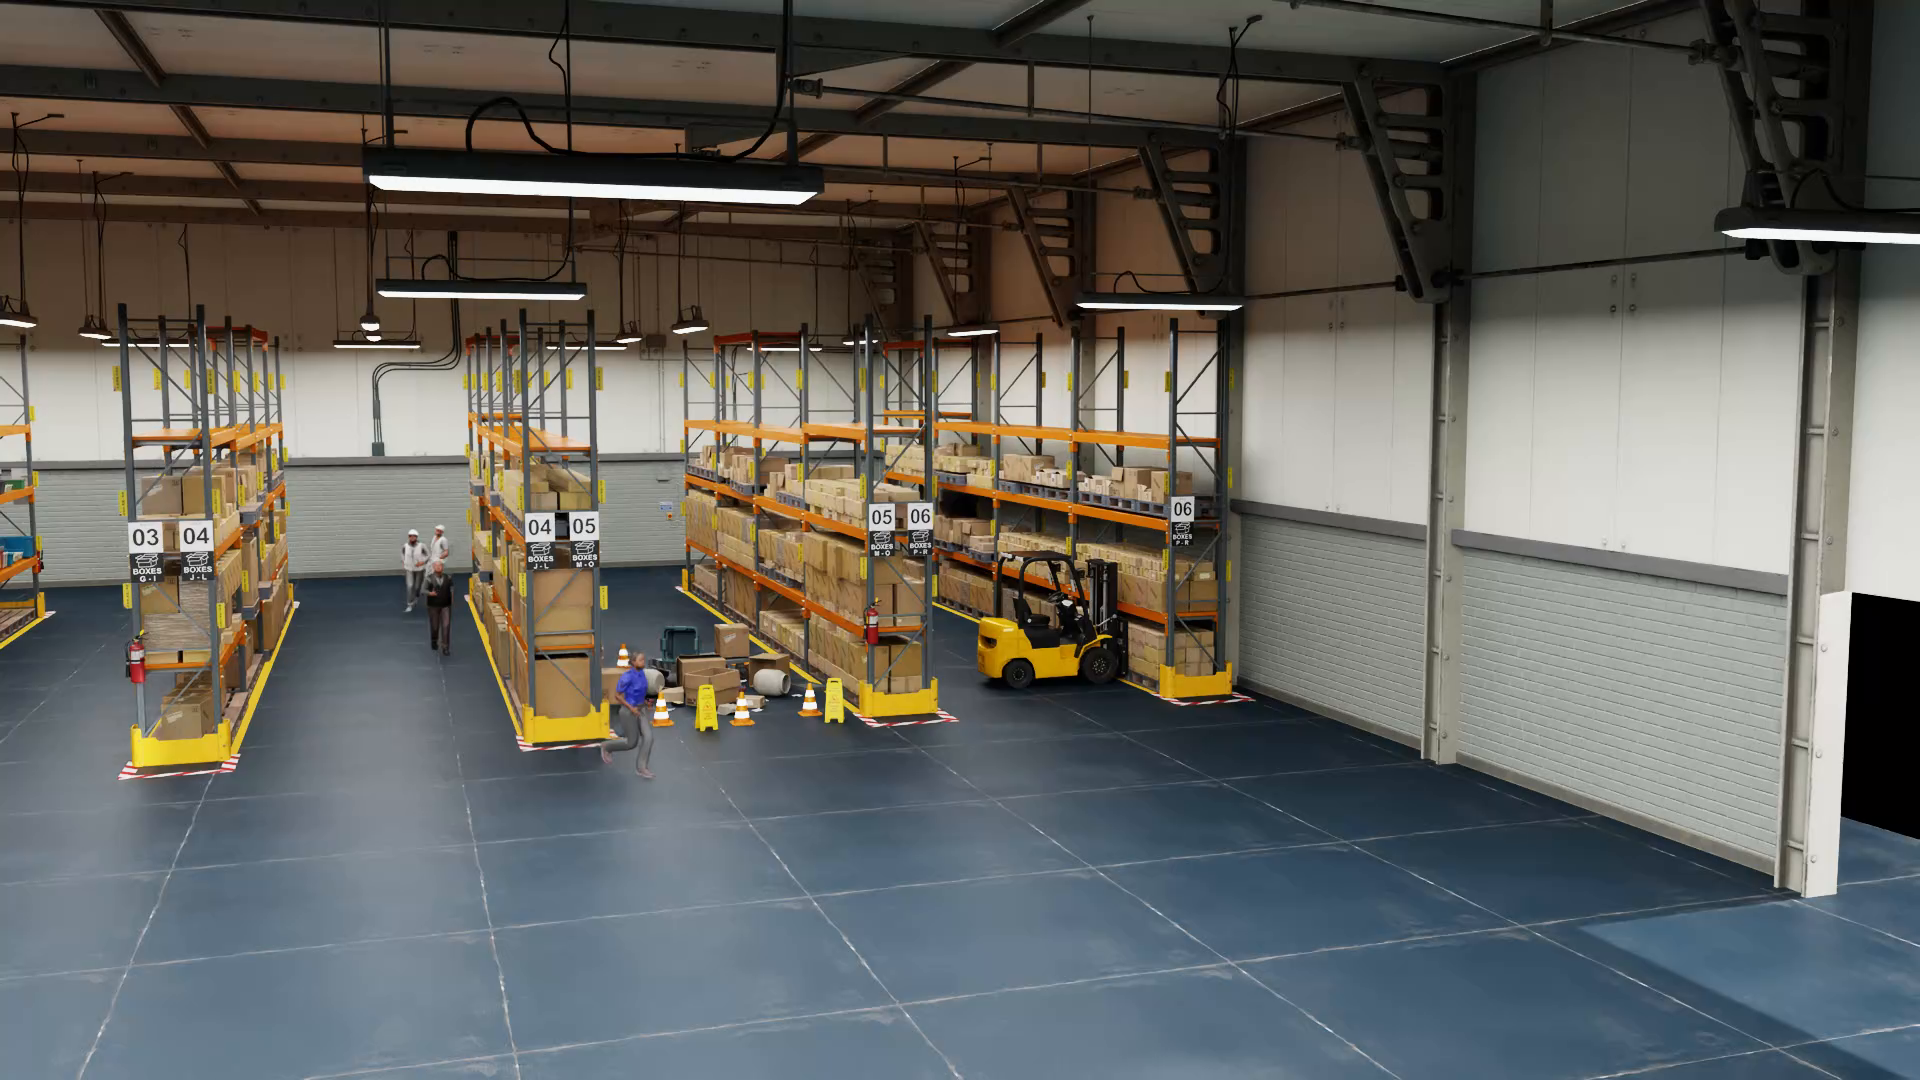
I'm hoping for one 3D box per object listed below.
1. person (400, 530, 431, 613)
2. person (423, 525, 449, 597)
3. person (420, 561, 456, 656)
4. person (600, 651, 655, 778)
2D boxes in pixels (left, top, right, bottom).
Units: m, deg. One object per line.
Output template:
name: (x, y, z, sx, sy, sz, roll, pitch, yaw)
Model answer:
person: (-11.966, 0.654, 36.584, 0.667, 1.790, 0.833, -1, 6, -10)
person: (-12.132, 0.502, 38.473, 0.715, 1.711, 0.535, 4, 7, 35)
person: (-9.513, 1.228, 30.404, 0.667, 1.699, 0.947, -3, 6, -26)
person: (-4.214, 2.209, 21.220, 0.775, 1.625, 0.592, 2, 6, 21)
